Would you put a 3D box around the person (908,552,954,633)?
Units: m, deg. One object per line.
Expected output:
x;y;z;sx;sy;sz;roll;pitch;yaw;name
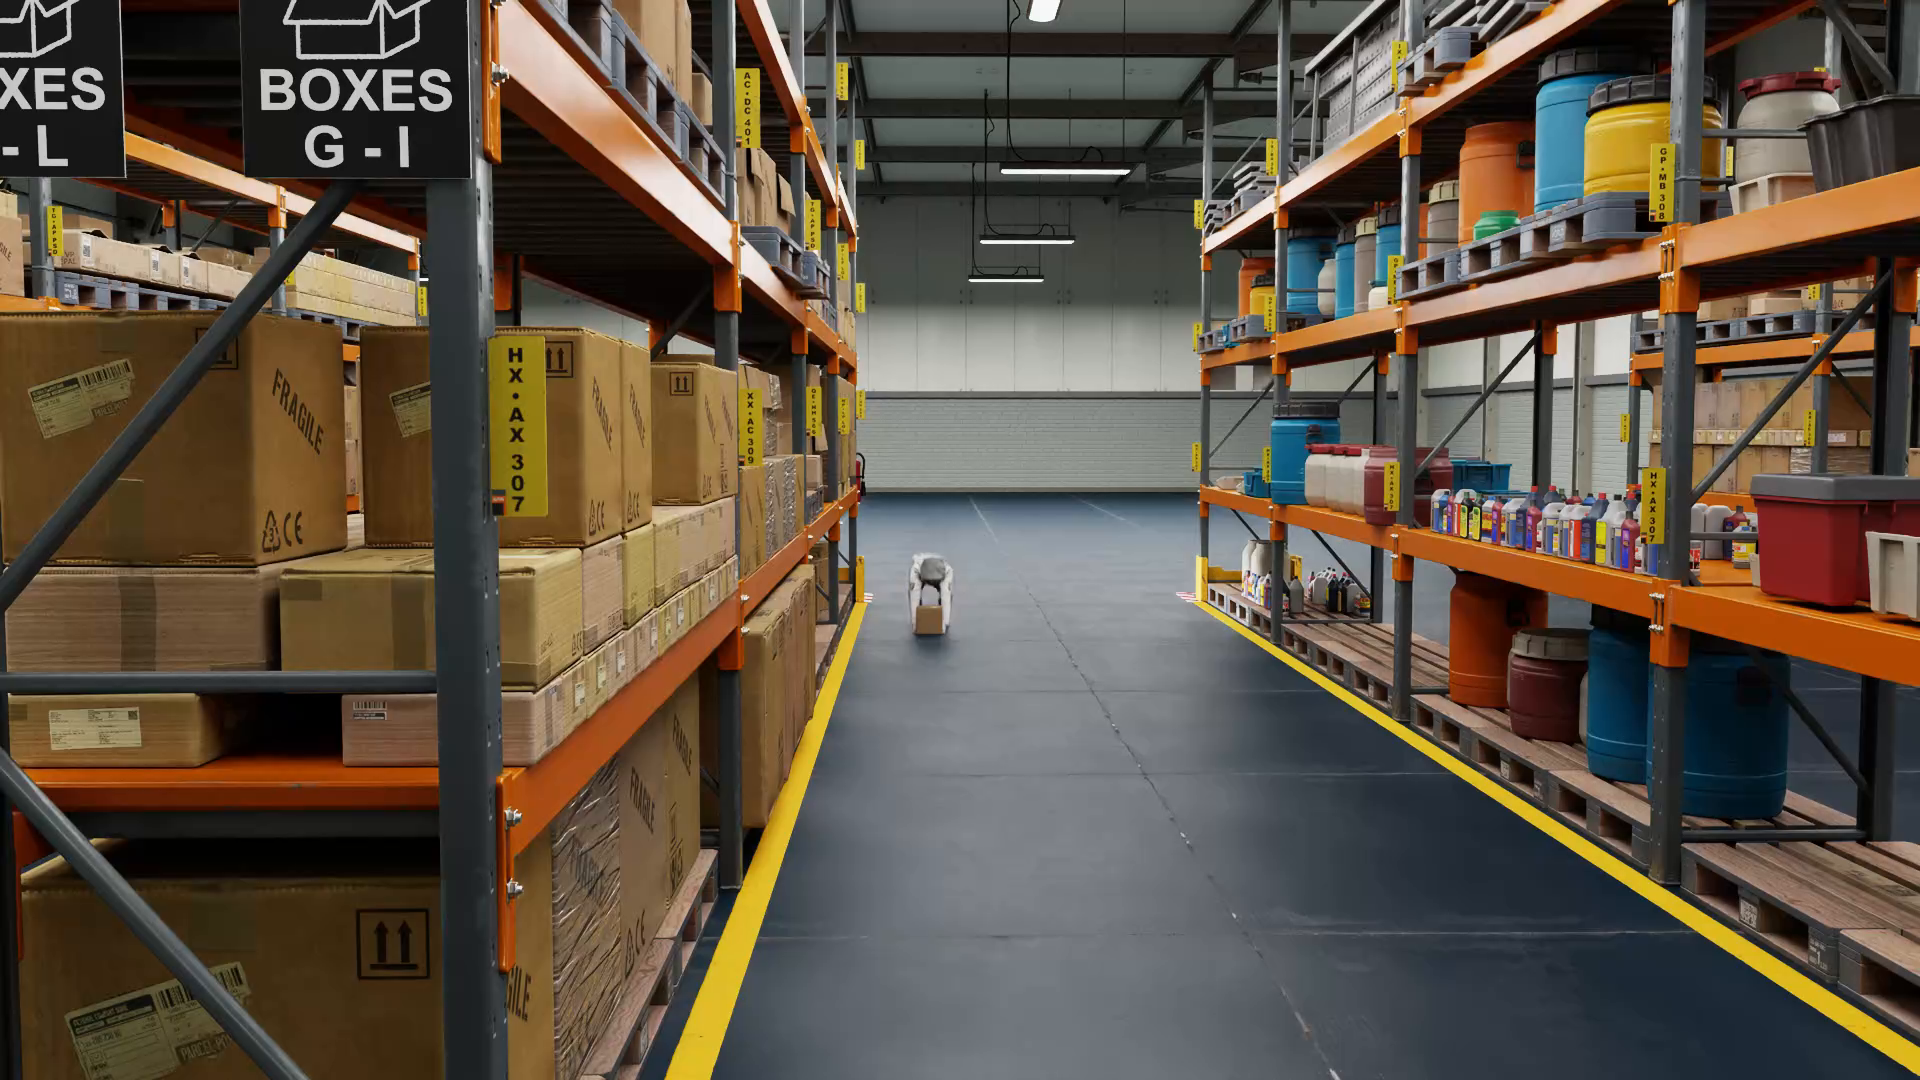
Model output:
-0.288;0.512;16.341;0.453;0.761;0.914;0;4;-3;person
